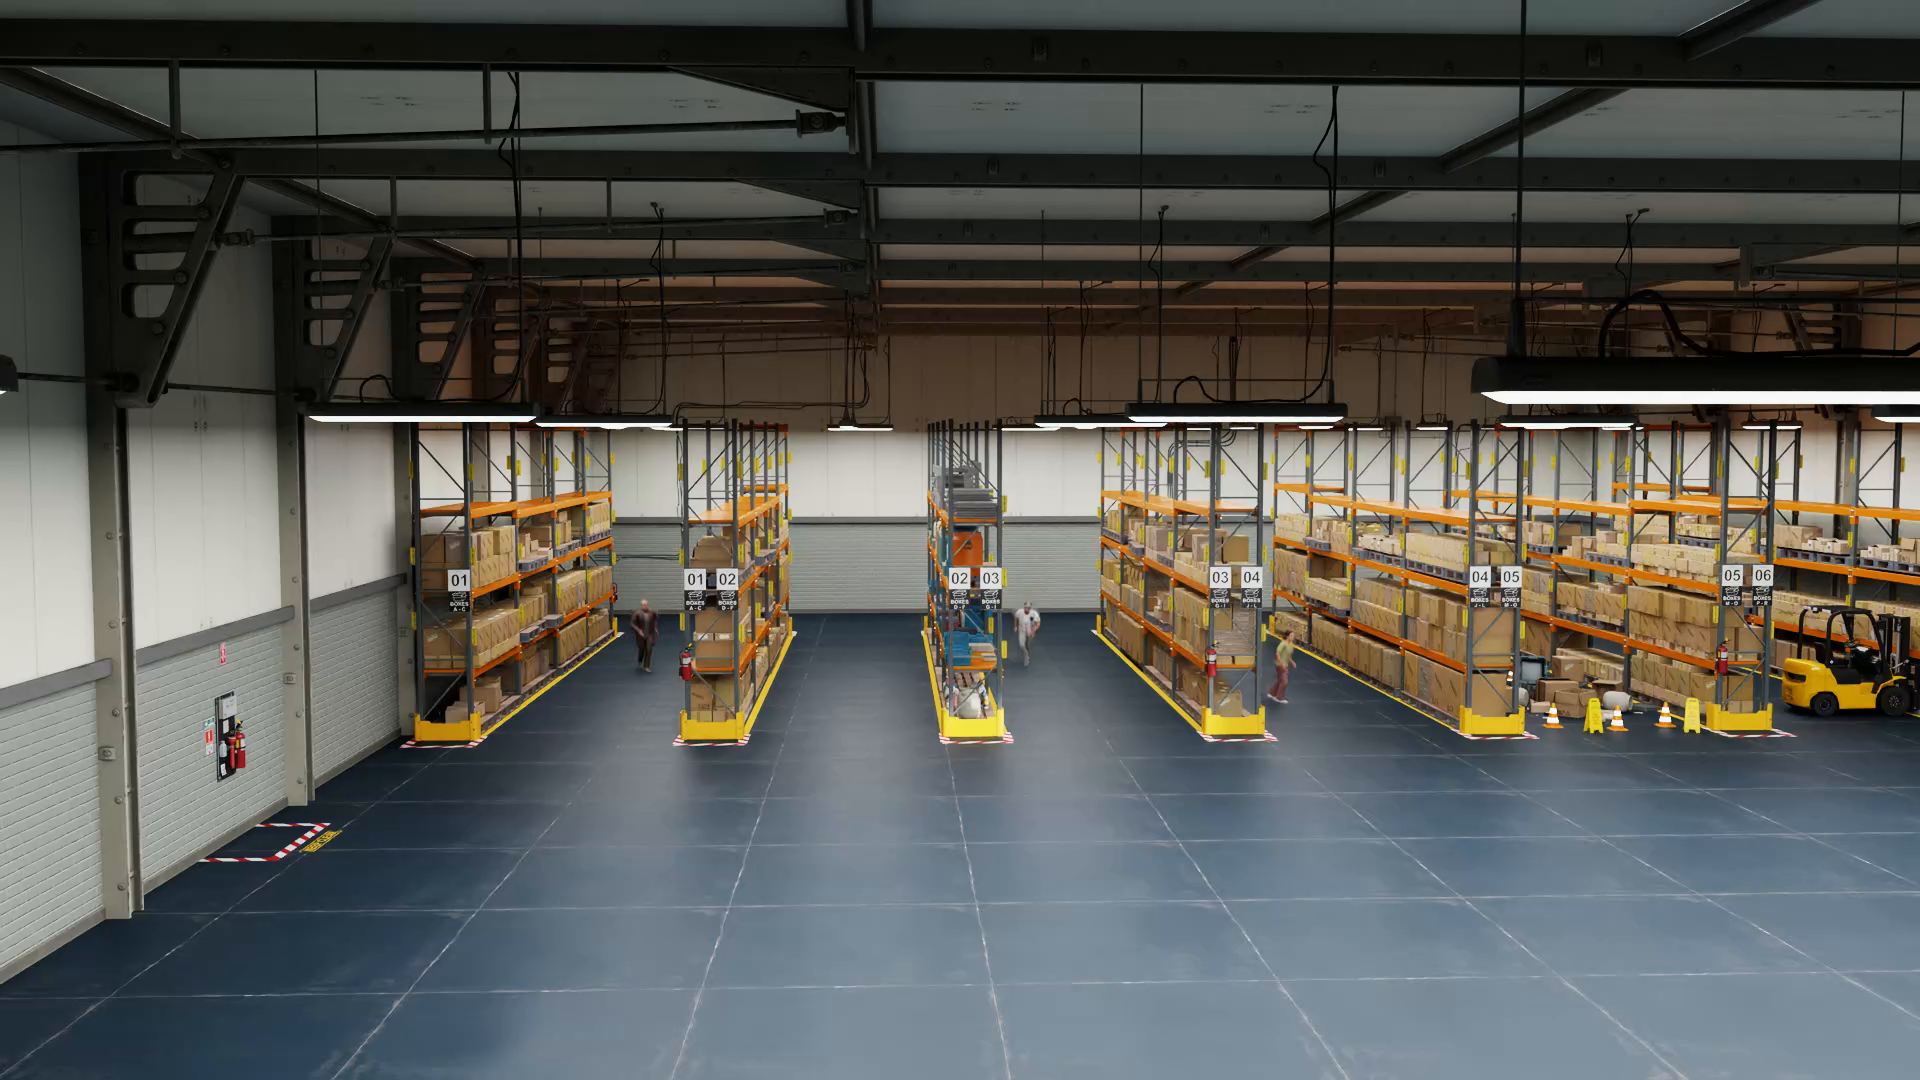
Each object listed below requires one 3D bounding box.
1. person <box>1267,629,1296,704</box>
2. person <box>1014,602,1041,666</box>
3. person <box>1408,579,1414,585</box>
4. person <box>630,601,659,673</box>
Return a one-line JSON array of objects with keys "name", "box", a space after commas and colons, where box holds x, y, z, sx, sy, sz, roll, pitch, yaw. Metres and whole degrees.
[{"name": "person", "box": [6.798, 2.674, 35.298, 0.755, 1.613, 0.594, 3, 5, 41]}, {"name": "person", "box": [1.662, 2.294, 41.324, 0.659, 1.614, 1.051, 0, 4, 0]}, {"name": "person", "box": [13.267, 1.707, 49.358, 0.644, 1.656, 0.604, 0, 4, 6]}, {"name": "person", "box": [-7.601, 2.302, 39.991, 0.706, 1.735, 0.872, -1, 4, -19]}]
